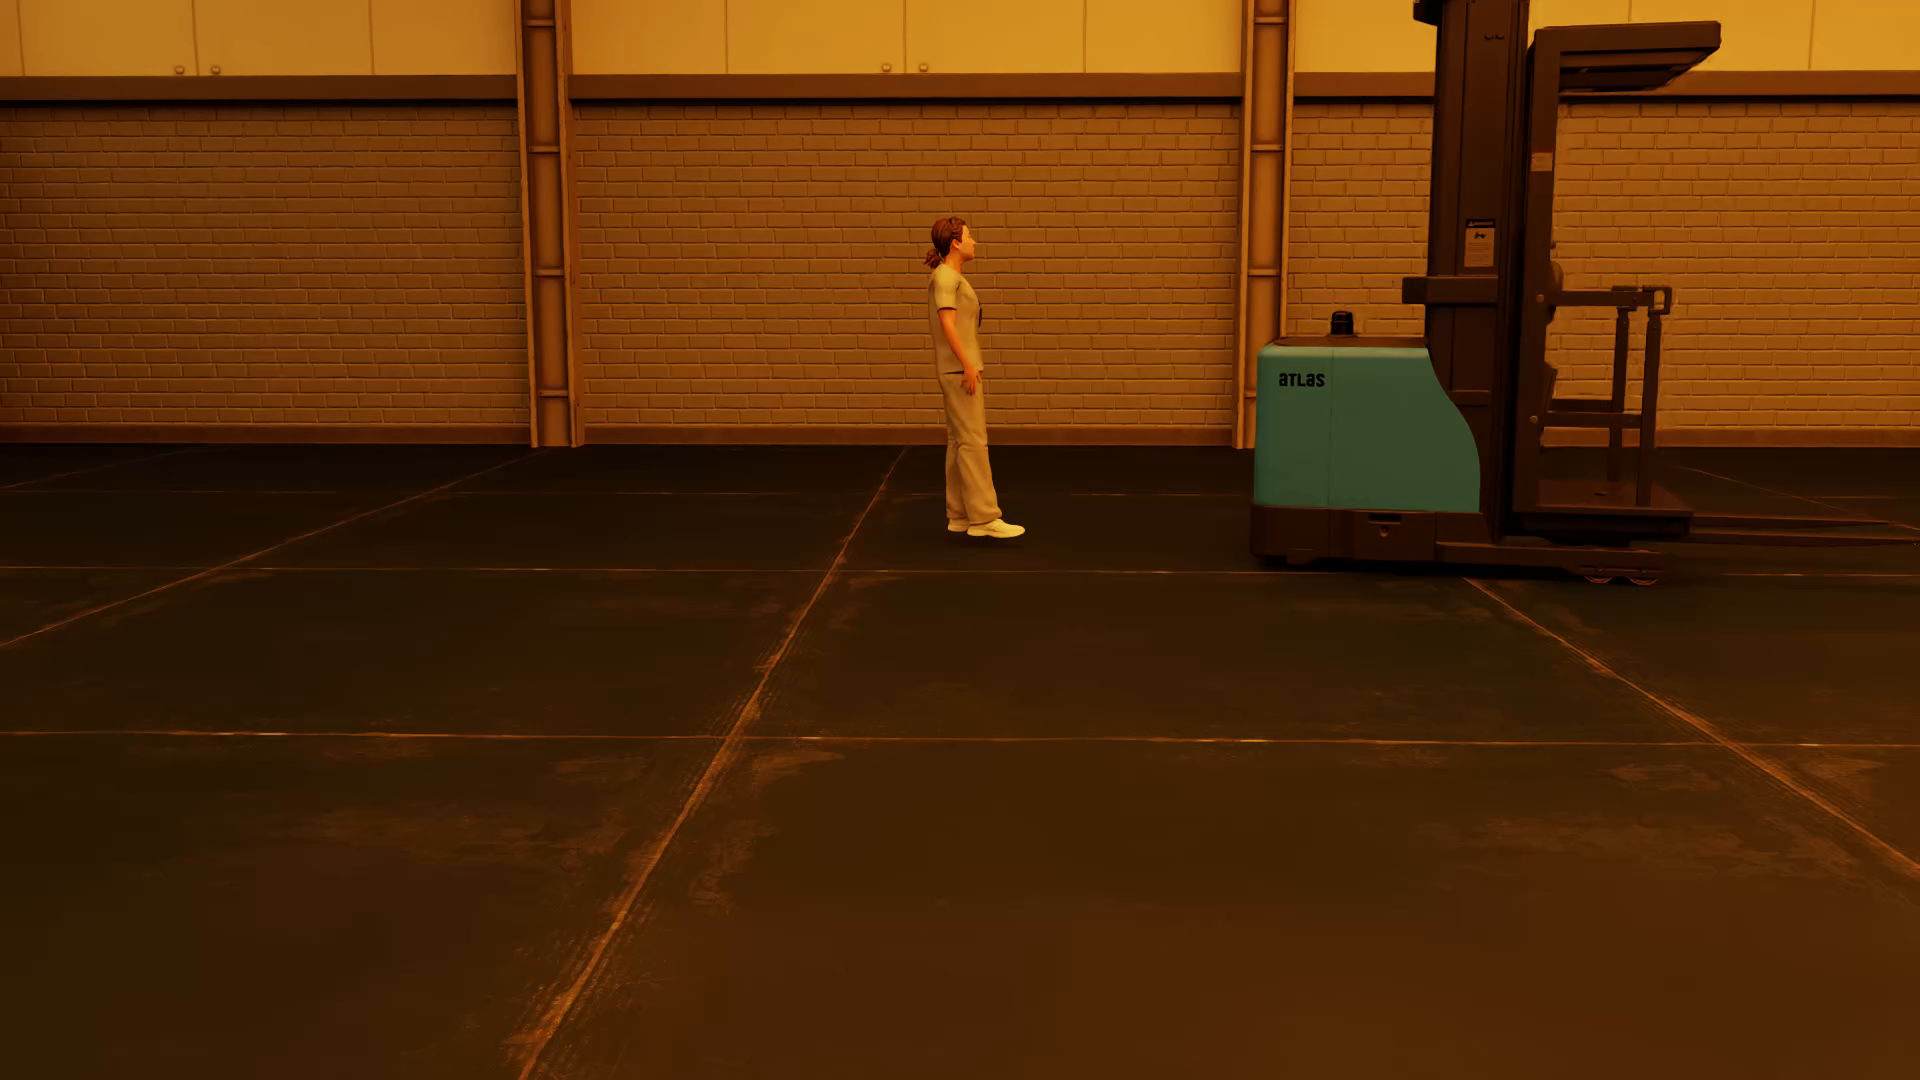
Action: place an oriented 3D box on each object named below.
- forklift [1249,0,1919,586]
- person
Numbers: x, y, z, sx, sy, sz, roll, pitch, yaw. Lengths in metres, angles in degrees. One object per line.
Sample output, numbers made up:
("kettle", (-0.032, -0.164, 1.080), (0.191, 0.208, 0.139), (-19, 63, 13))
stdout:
("forklift", (2.991, -1.328, 7.989), (3.031, 2.935, 1.130), (2, 9, 14))
("person", (0.073, -0.873, 8.853), (0.549, 1.675, 0.549), (0, 9, 1))
